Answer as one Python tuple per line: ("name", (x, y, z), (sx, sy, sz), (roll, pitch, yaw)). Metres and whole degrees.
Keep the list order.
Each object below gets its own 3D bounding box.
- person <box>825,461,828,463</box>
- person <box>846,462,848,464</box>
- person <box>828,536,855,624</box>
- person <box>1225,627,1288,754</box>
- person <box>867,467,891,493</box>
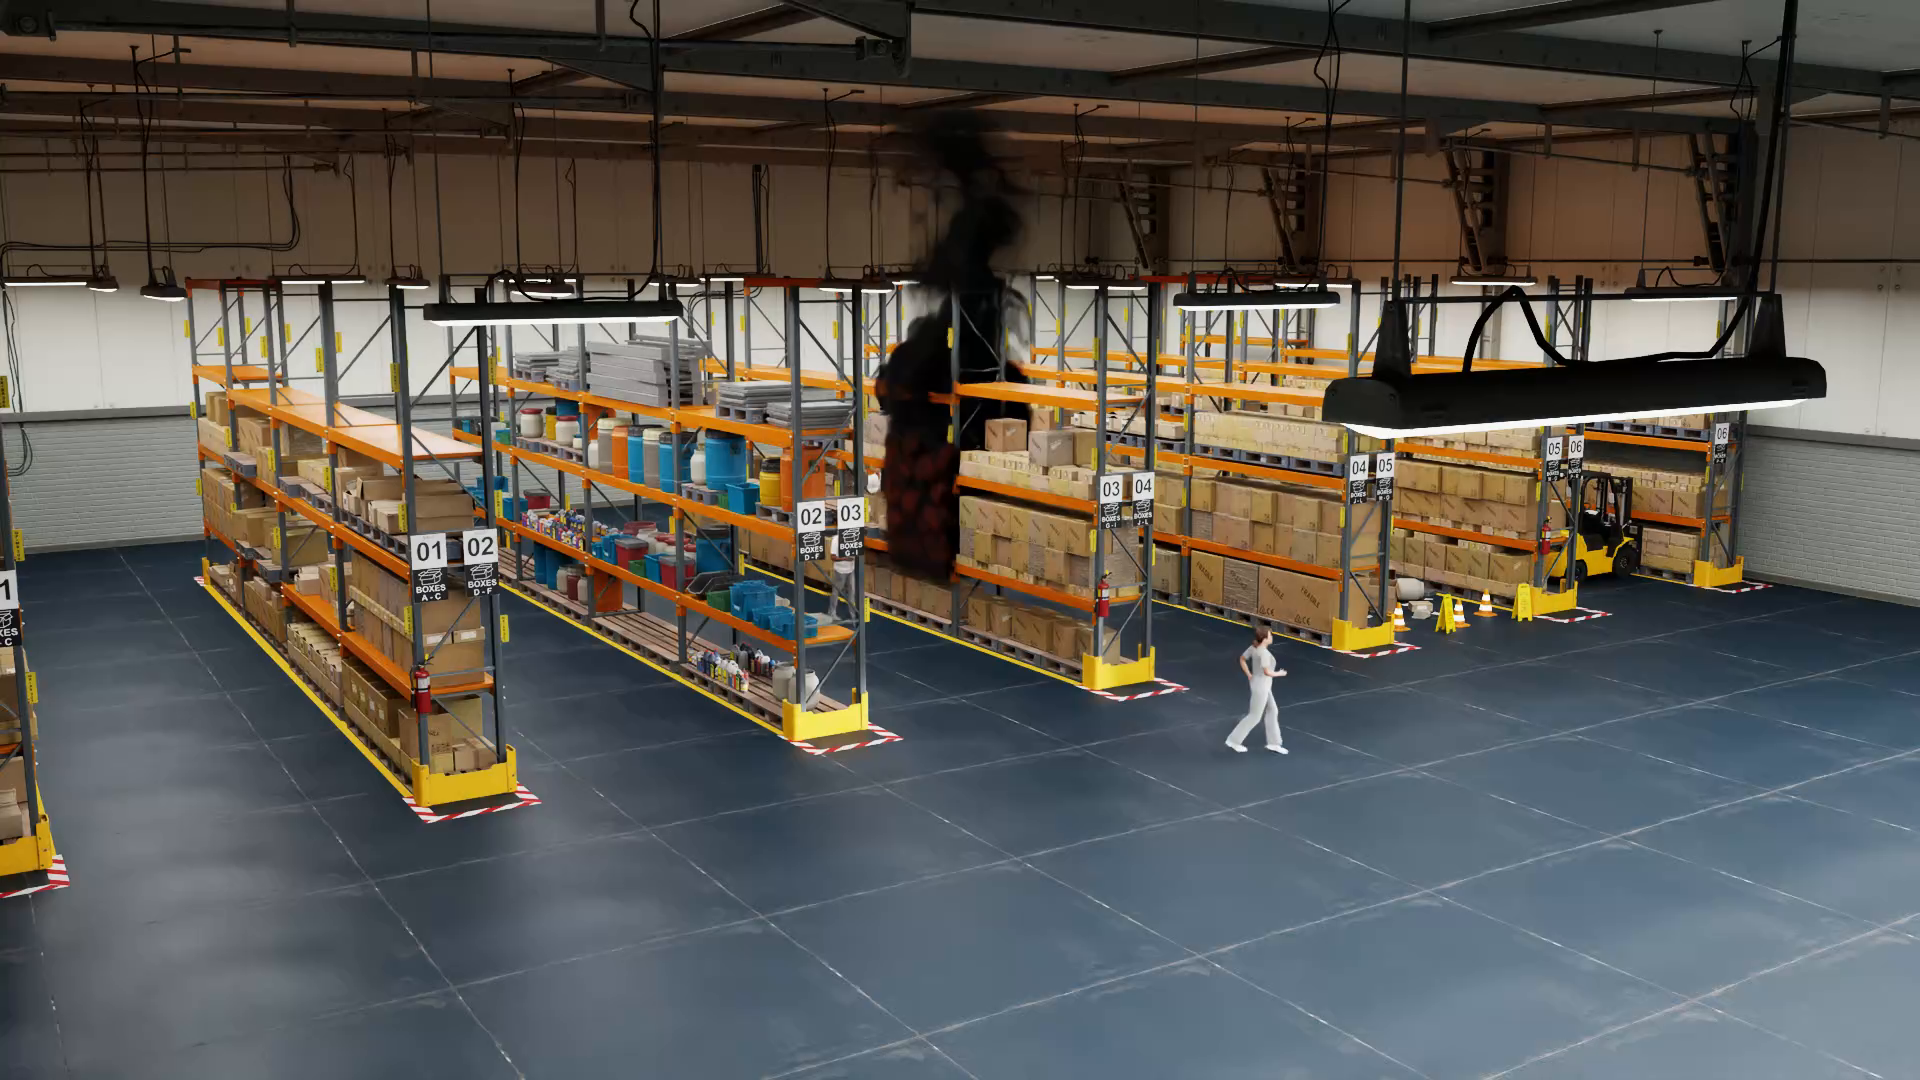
("person", (-3.338, -1.191, 40.663), (0.615, 1.525, 0.505), (2, 10, 14))
("person", (-2.830, -1.012, 39.051), (0.620, 1.679, 0.693), (-3, 10, -19))
("person", (-1.904, 0.561, 27.738), (0.643, 1.864, 0.792), (-9, 13, -42))
("person", (3.840, 1.953, 21.368), (0.858, 1.702, 0.557), (0, 10, -2))
("person", (-1.855, -0.849, 37.760), (0.727, 1.828, 0.968), (-5, 11, -29))
